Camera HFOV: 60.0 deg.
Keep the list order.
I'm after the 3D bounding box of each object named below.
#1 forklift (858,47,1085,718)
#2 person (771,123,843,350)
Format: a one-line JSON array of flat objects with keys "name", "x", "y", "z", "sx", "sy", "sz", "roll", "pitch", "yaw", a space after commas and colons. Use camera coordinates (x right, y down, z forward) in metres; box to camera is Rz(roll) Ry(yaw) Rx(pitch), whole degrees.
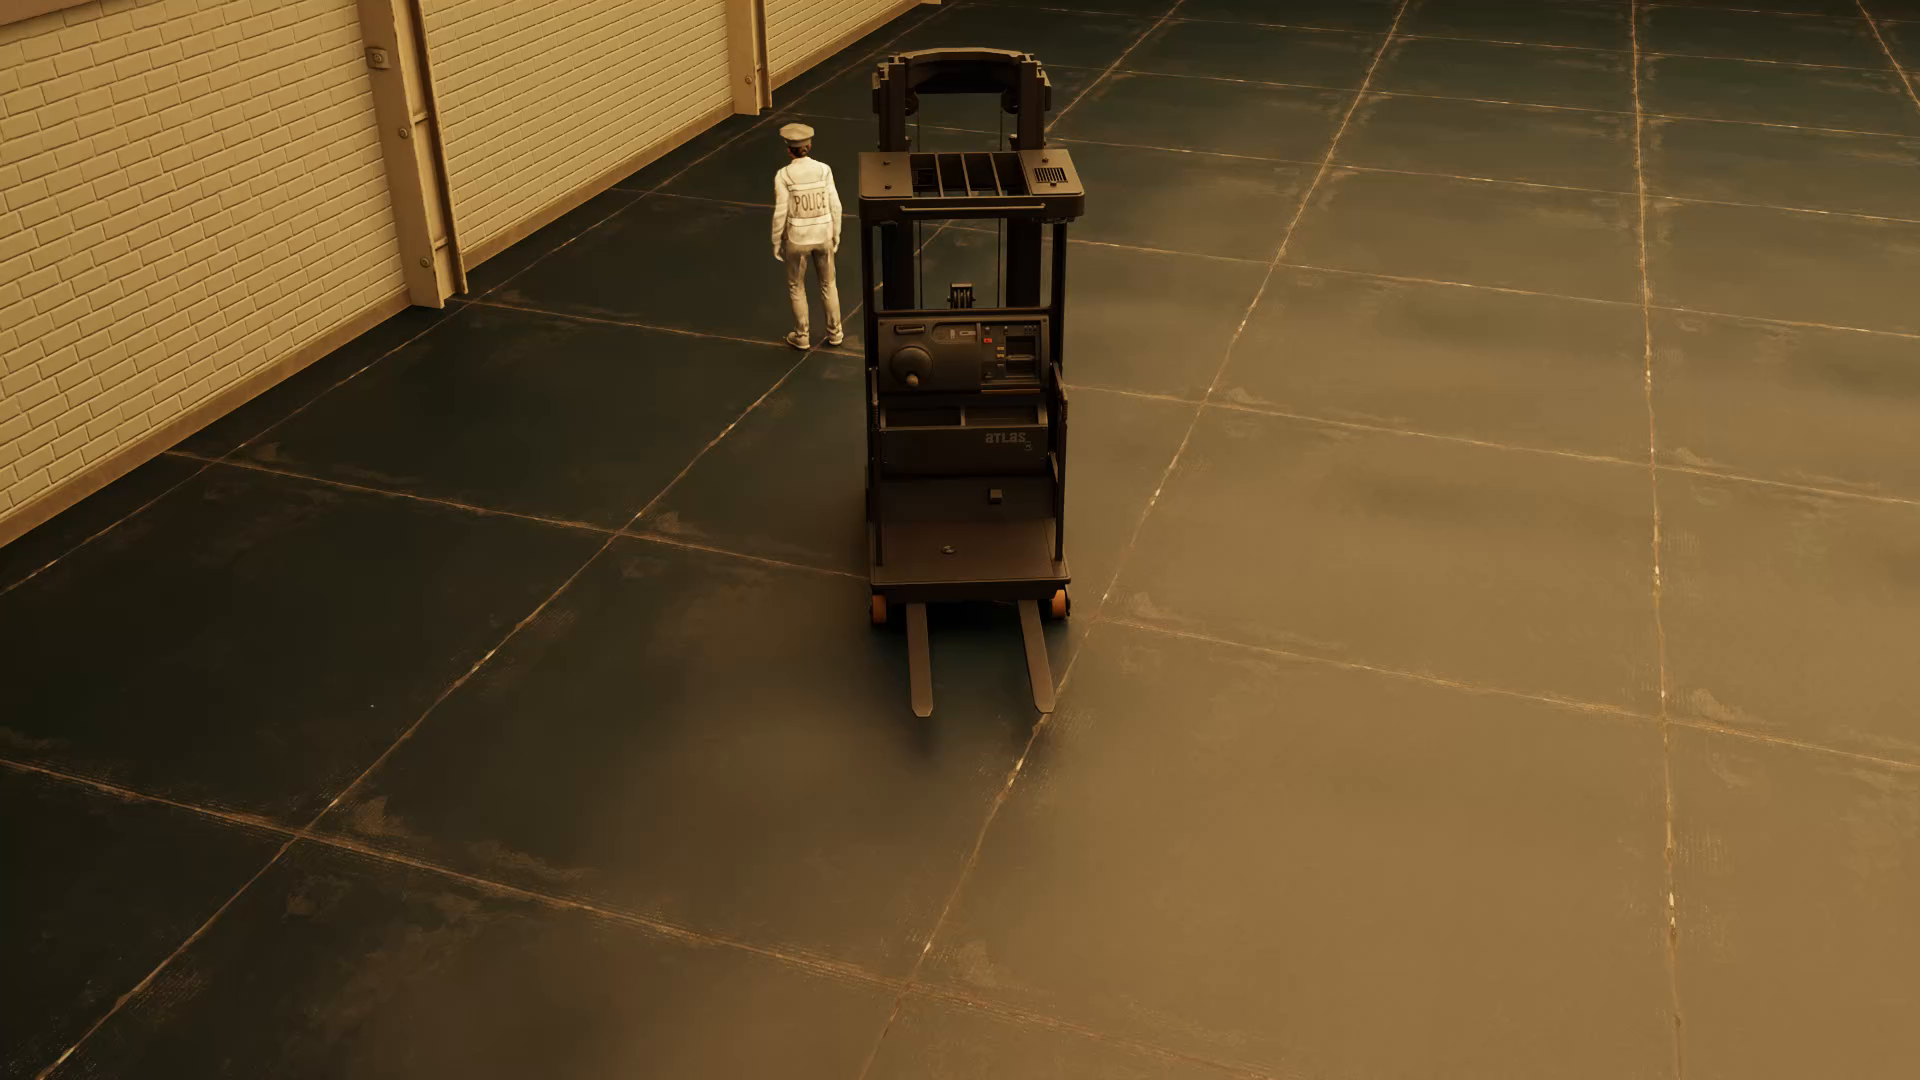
[{"name": "forklift", "x": 0.030, "y": -0.972, "z": 8.842, "sx": 1.121, "sy": 2.935, "sz": 3.031, "roll": -2, "pitch": 30, "yaw": -3}, {"name": "person", "x": -1.131, "y": -2.223, "z": 12.316, "sx": 0.547, "sy": 1.665, "sz": 0.374, "roll": -11, "pitch": 32, "yaw": -19}]
